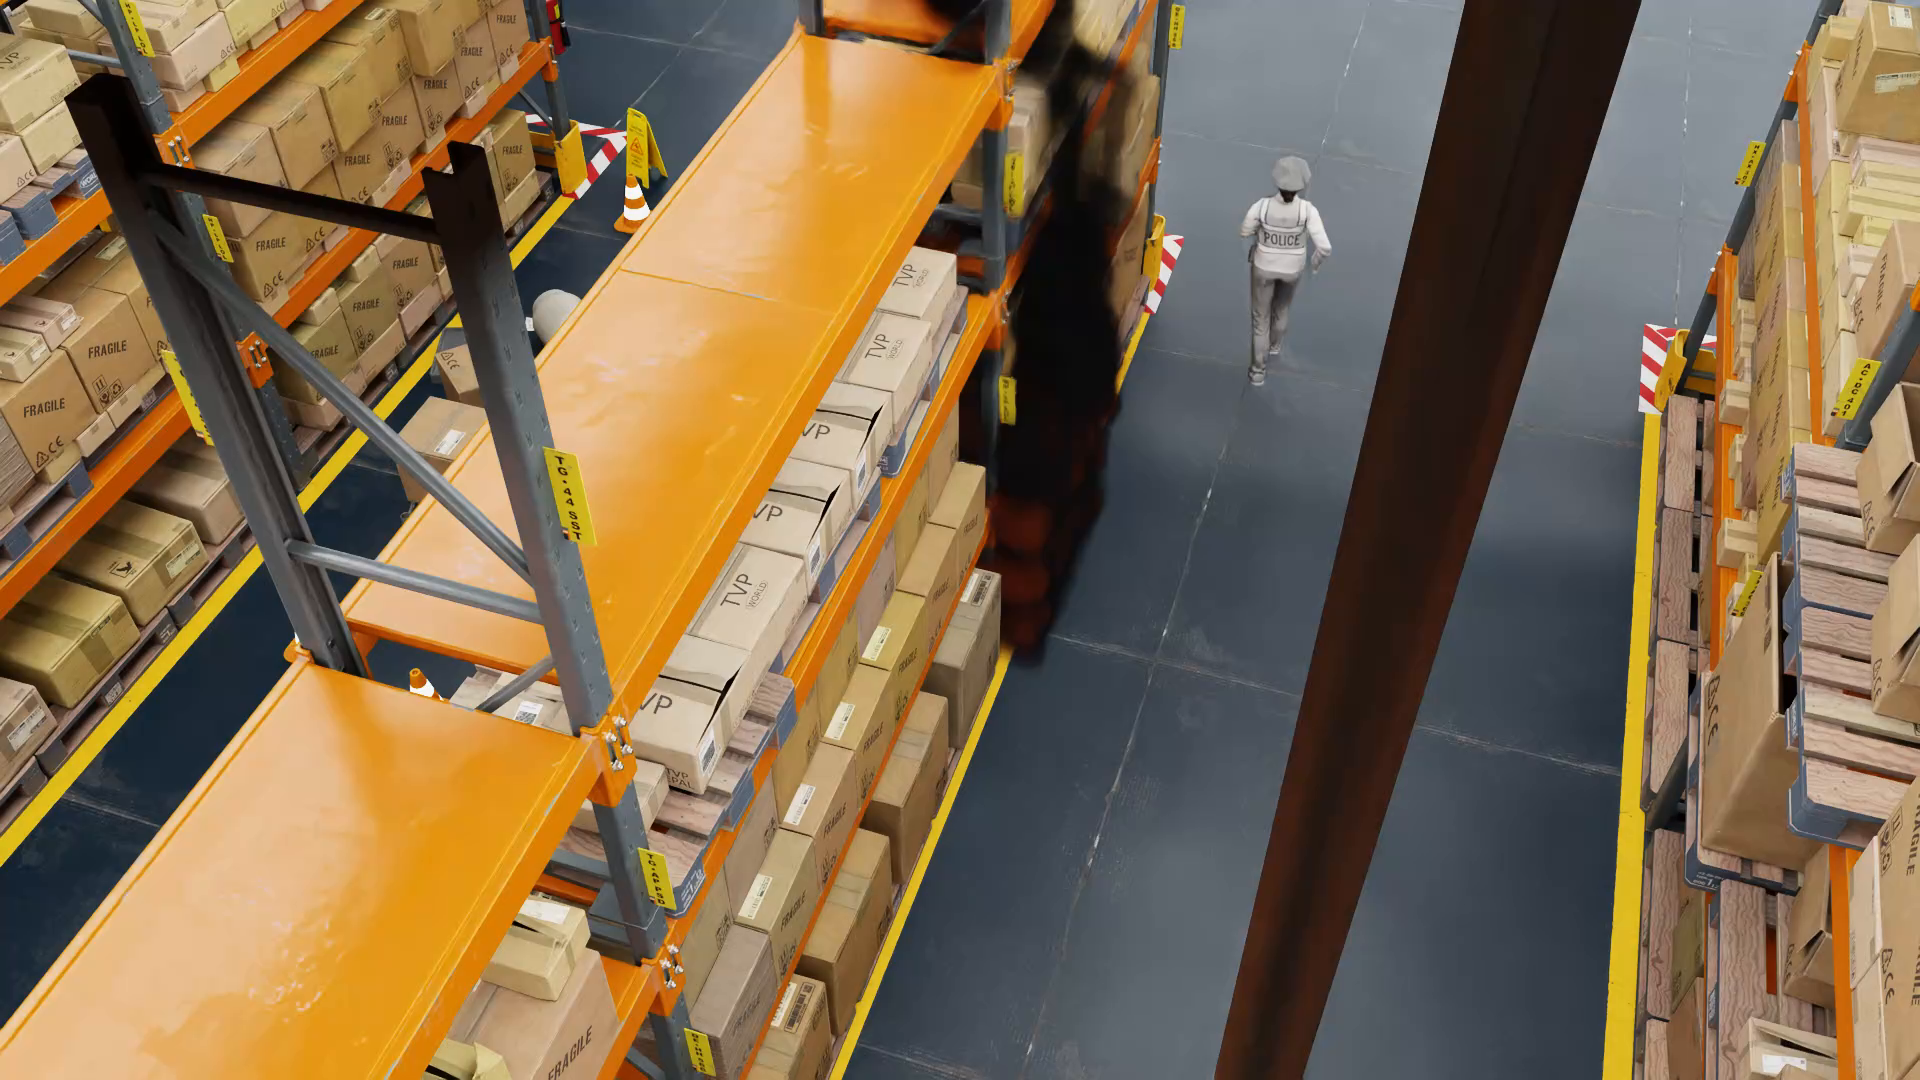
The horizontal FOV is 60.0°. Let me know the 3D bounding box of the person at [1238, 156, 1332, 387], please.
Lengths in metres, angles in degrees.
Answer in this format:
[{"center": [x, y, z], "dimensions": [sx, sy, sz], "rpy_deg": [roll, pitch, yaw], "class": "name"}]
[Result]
[{"center": [2.158, -1.825, 11.360], "dimensions": [0.580, 1.799, 0.696], "rpy_deg": [2, 46, 1], "class": "person"}]
